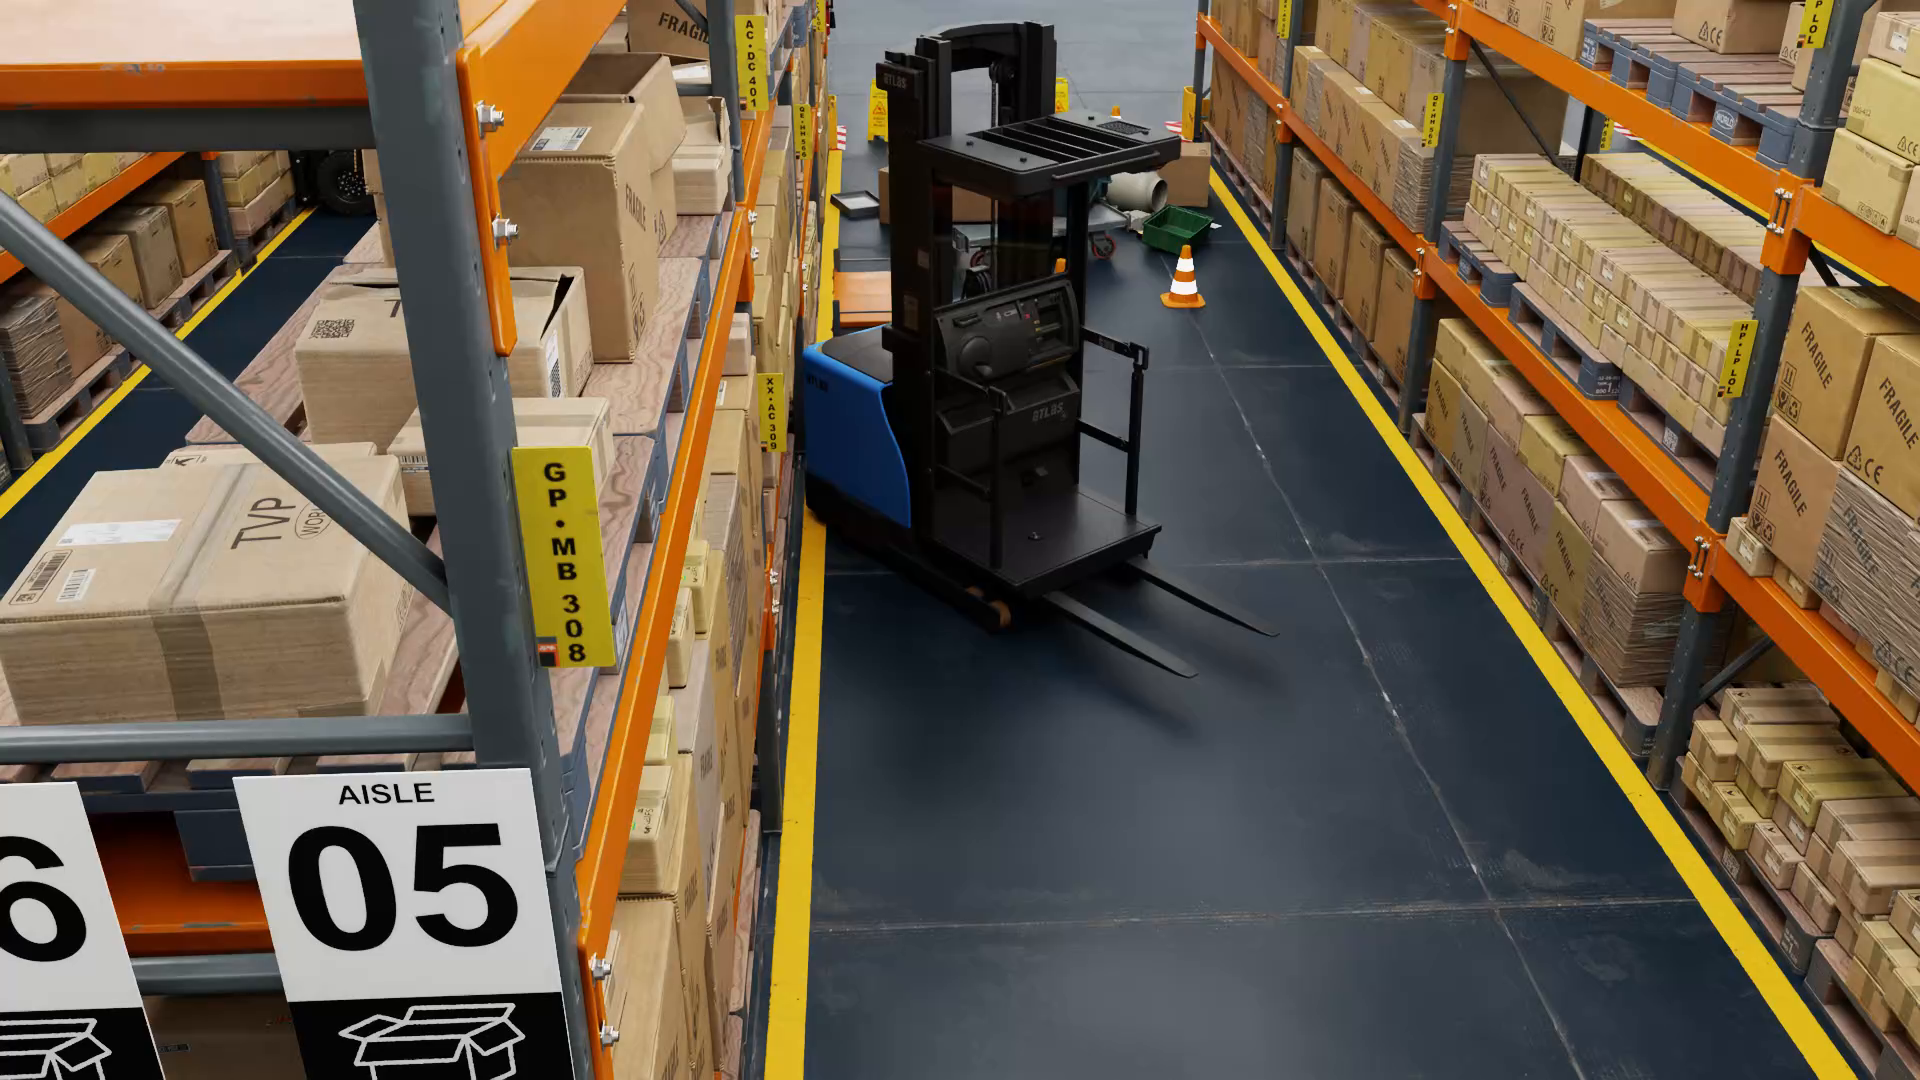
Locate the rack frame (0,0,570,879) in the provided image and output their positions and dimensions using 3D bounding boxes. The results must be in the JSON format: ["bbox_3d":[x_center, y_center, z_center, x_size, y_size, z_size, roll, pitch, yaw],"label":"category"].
[{"bbox_3d":[-1.072,-0.870,1.687,1.000,3.000,0.127,-1,28,-3],"label":"rack frame"}]

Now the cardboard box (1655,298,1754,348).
[{"bbox_3d":[3.414,-0.986,7.571,0.380,0.149,0.250,-2,28,-4],"label":"cardboard box"}]

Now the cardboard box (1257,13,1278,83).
[{"bbox_3d":[3.157,-4.408,14.795,0.875,0.550,0.550,-1,28,-3],"label":"cardboard box"}]

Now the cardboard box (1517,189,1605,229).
[{"bbox_3d":[3.317,-1.831,9.192,0.380,0.149,0.250,-3,28,-5],"label":"cardboard box"}]

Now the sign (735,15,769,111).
[{"bbox_3d":[-0.727,-1.665,5.811,0.100,0.325,0.005,-1,28,-3],"label":"sign"}]

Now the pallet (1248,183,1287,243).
[{"bbox_3d":[3.277,-3.034,15.340,1.003,0.211,1.213,-1,28,-3],"label":"pallet"}]

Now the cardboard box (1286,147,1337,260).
[{"bbox_3d":[3.361,-2.822,13.896,1.050,0.750,0.750,-2,28,-3],"label":"cardboard box"}]

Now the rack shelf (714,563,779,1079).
[{"bbox_3d":[-1.177,1.186,5.011,1.077,0.370,4.000,-1,28,-3],"label":"rack shelf"}]

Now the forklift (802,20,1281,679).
[{"bbox_3d":[0.398,-1.077,8.645,1.130,2.935,3.031,-21,34,-34],"label":"forklift"}]

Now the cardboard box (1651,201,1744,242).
[{"bbox_3d":[3.980,-1.722,8.982,0.380,0.149,0.250,-1,28,-3],"label":"cardboard box"}]

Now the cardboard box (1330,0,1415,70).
[{"bbox_3d":[3.300,-3.939,12.869,0.700,0.500,0.500,-2,28,-3],"label":"cardboard box"}]

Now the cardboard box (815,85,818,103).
[{"bbox_3d":[-1.395,-3.793,14.051,0.380,0.149,0.250,-2,28,-3],"label":"cardboard box"}]

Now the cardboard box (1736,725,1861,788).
[{"bbox_3d":[3.423,0.884,6.798,0.380,0.149,0.250,0,28,0],"label":"cardboard box"}]

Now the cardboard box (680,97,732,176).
[{"bbox_3d":[-0.928,-1.271,5.282,0.396,0.266,0.258,-1,28,-1],"label":"cardboard box"}]

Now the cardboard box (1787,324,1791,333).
[{"bbox_3d":[4.052,-0.982,7.885,0.380,0.149,0.250,-3,28,-5],"label":"cardboard box"}]

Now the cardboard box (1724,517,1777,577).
[{"bbox_3d":[3.345,0.027,6.727,0.380,0.149,0.250,0,28,-1],"label":"cardboard box"}]

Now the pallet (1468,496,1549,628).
[{"bbox_3d":[3.548,0.089,9.351,1.003,0.211,1.213,-1,28,-3],"label":"pallet"}]

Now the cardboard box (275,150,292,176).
[{"bbox_3d":[-6.416,-3.514,15.223,0.500,0.250,0.500,-2,28,-3],"label":"cardboard box"}]

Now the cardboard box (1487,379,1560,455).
[{"bbox_3d":[3.282,-0.694,9.274,0.500,0.250,0.500,-1,28,-2],"label":"cardboard box"}]

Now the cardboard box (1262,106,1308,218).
[{"bbox_3d":[3.276,-3.454,14.972,0.875,0.875,0.875,-1,28,-2],"label":"cardboard box"}]

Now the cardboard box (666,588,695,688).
[{"bbox_3d":[-0.867,0.245,4.146,0.380,0.149,0.250,-1,28,-2],"label":"cardboard box"}]

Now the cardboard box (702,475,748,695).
[{"bbox_3d":[-0.926,0.136,5.056,0.500,0.500,0.500,-1,28,-2],"label":"cardboard box"}]

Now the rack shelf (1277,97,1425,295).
[{"bbox_3d":[3.344,-2.675,12.413,1.077,0.370,4.000,-1,28,-3],"label":"rack shelf"}]

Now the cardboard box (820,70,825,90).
[{"bbox_3d":[-1.497,-4.416,15.981,0.380,0.149,0.250,0,28,0],"label":"cardboard box"}]

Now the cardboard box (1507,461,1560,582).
[{"bbox_3d":[3.318,-0.111,8.968,0.500,0.500,0.500,-2,28,-4],"label":"cardboard box"}]

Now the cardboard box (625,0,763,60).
[{"bbox_3d":[-1.038,-2.032,6.596,0.500,0.500,0.500,-2,28,-4],"label":"cardboard box"}]

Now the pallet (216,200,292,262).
[{"bbox_3d":[-6.655,-2.762,14.817,1.003,0.211,1.213,-1,28,-3],"label":"pallet"}]

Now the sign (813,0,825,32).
[{"bbox_3d":[-1.145,-4.280,13.460,0.100,0.325,0.005,-1,28,-3],"label":"sign"}]

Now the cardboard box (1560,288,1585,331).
[{"bbox_3d":[3.353,-1.201,8.627,0.380,0.149,0.250,-2,28,-4],"label":"cardboard box"}]

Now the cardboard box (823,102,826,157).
[{"bbox_3d":[-1.525,-3.816,15.532,0.500,0.500,0.500,0,28,0],"label":"cardboard box"}]

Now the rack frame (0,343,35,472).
[{"bbox_3d":[-6.447,-1.783,9.924,1.000,3.000,0.127,-1,28,-3],"label":"rack frame"}]

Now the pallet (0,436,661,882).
[{"bbox_3d":[-1.122,0.157,3.057,1.003,0.211,1.213,-1,28,-3],"label":"pallet"}]

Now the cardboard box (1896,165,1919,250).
[{"bbox_3d":[3.453,-1.035,5.410,0.500,0.250,0.500,-2,28,-3],"label":"cardboard box"}]

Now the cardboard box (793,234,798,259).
[{"bbox_3d":[-1.204,-1.611,9.756,0.500,0.250,0.500,-2,28,-4],"label":"cardboard box"}]

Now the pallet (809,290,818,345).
[{"bbox_3d":[-1.590,-1.591,12.572,1.003,0.211,1.213,-1,28,-3],"label":"pallet"}]

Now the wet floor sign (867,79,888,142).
[{"bbox_3d":[-0.849,-4.668,18.003,0.267,0.644,0.232,8,29,15],"label":"wet floor sign"}]

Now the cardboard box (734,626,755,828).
[{"bbox_3d":[-0.928,0.576,5.294,0.500,0.500,0.500,-2,28,-3],"label":"cardboard box"}]

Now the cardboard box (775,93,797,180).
[{"bbox_3d":[-1.282,-2.480,10.378,0.500,0.500,0.500,-2,28,-4],"label":"cardboard box"}]

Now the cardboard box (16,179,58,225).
[{"bbox_3d":[-6.247,-2.159,10.809,0.500,0.250,0.500,-2,28,-4],"label":"cardboard box"}]

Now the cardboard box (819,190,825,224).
[{"bbox_3d":[-1.460,-2.998,14.773,0.500,0.250,0.500,-3,28,-5],"label":"cardboard box"}]

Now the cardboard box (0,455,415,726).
[{"bbox_3d":[-1.186,0.091,2.689,0.500,0.250,0.500,-4,28,-7],"label":"cardboard box"}]

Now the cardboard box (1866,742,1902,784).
[{"bbox_3d":[3.988,0.866,6.832,0.380,0.149,0.250,-1,28,-2],"label":"cardboard box"}]

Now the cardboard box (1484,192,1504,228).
[{"bbox_3d":[3.289,-1.924,9.691,0.380,0.149,0.250,0,28,0],"label":"cardboard box"}]

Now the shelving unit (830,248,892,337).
[{"bbox_3d":[-0.558,-1.199,10.833,0.538,1.125,1.048,-2,28,-3],"label":"shelving unit"}]

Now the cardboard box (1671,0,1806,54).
[{"bbox_3d":[3.707,-2.502,7.494,0.797,0.503,0.637,-2,28,-3],"label":"cardboard box"}]

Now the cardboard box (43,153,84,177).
[{"bbox_3d":[-6.260,-2.622,11.155,0.500,0.250,0.500,-2,28,-4],"label":"cardboard box"}]

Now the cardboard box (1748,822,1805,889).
[{"bbox_3d":[3.434,1.267,6.706,0.380,0.149,0.250,-2,28,-3],"label":"cardboard box"}]

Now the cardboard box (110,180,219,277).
[{"bbox_3d":[-6.617,-2.523,13.457,0.875,0.625,0.625,0,28,0],"label":"cardboard box"}]

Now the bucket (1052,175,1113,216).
[{"bbox_3d":[0.930,-3.147,14.437,0.726,0.611,0.620,8,39,15],"label":"bucket"}]

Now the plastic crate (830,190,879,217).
[{"bbox_3d":[-0.962,-3.202,15.803,0.402,0.080,0.583,-11,30,-20],"label":"plastic crate"}]

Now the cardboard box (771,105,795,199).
[{"bbox_3d":[-1.202,-2.159,9.457,0.500,0.500,0.500,-2,28,-4],"label":"cardboard box"}]

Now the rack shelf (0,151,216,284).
[{"bbox_3d":[-6.551,-2.387,11.862,1.077,0.370,4.000,-1,28,-3],"label":"rack shelf"}]

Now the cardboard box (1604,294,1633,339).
[{"bbox_3d":[3.383,-1.092,8.095,0.380,0.149,0.250,-3,28,-5],"label":"cardboard box"}]

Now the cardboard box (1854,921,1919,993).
[{"bbox_3d":[3.460,1.495,5.948,0.380,0.149,0.250,-2,28,-3],"label":"cardboard box"}]

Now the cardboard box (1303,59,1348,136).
[{"bbox_3d":[3.025,-3.480,13.070,0.500,0.500,0.500,-1,28,-2],"label":"cardboard box"}]

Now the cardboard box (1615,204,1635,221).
[{"bbox_3d":[3.960,-1.815,9.483,0.380,0.149,0.250,-1,28,-1],"label":"cardboard box"}]

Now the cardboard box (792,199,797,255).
[{"bbox_3d":[-1.211,-1.842,9.659,0.500,0.250,0.500,-1,28,-3],"label":"cardboard box"}]
